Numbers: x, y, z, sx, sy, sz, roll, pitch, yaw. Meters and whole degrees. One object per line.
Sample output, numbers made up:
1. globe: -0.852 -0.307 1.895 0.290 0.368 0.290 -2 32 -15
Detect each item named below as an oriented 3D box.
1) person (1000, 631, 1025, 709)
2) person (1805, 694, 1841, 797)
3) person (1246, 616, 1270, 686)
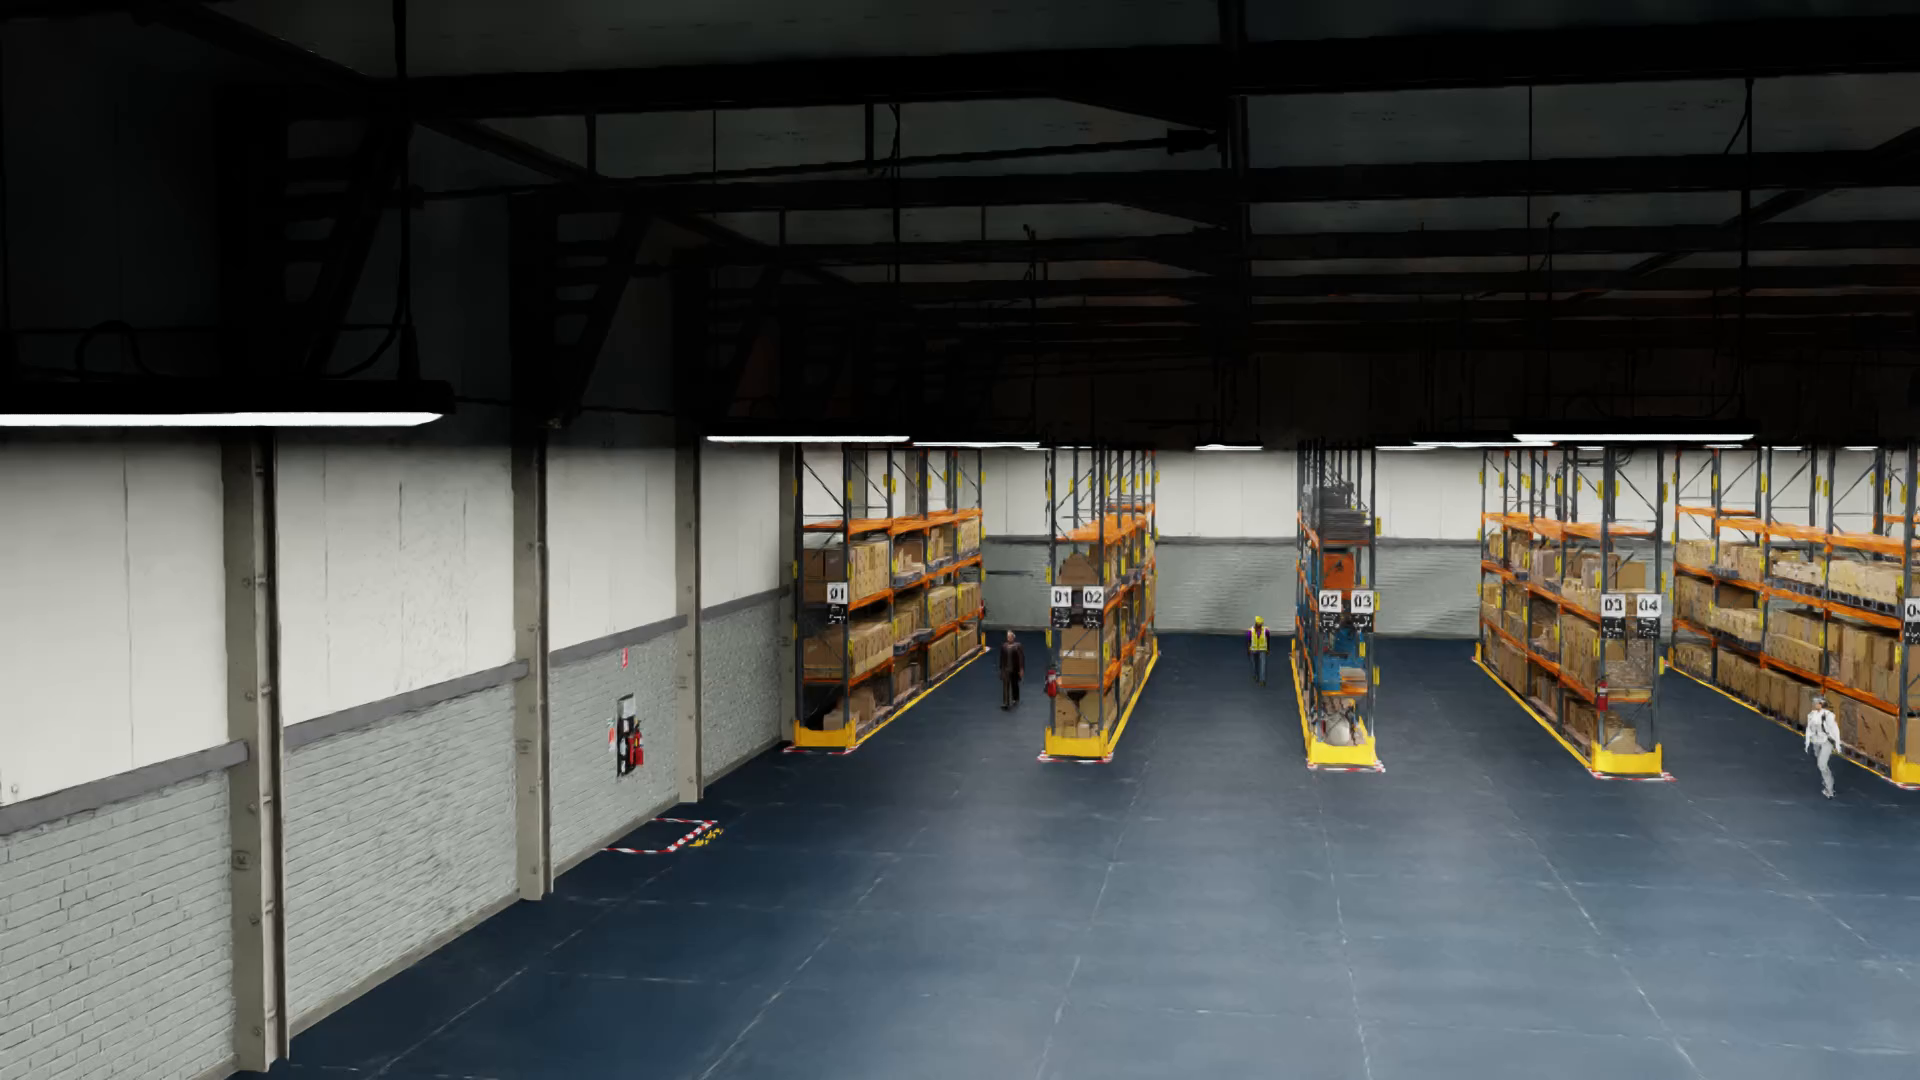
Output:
1. person: 1.158 2.887 37.205 0.599 1.725 1.111 0 3 9
2. person: 14.420 3.409 27.768 0.467 1.674 0.579 -1 3 -23
3. person: 7.332 2.703 40.900 0.577 1.691 1.121 1 3 12
